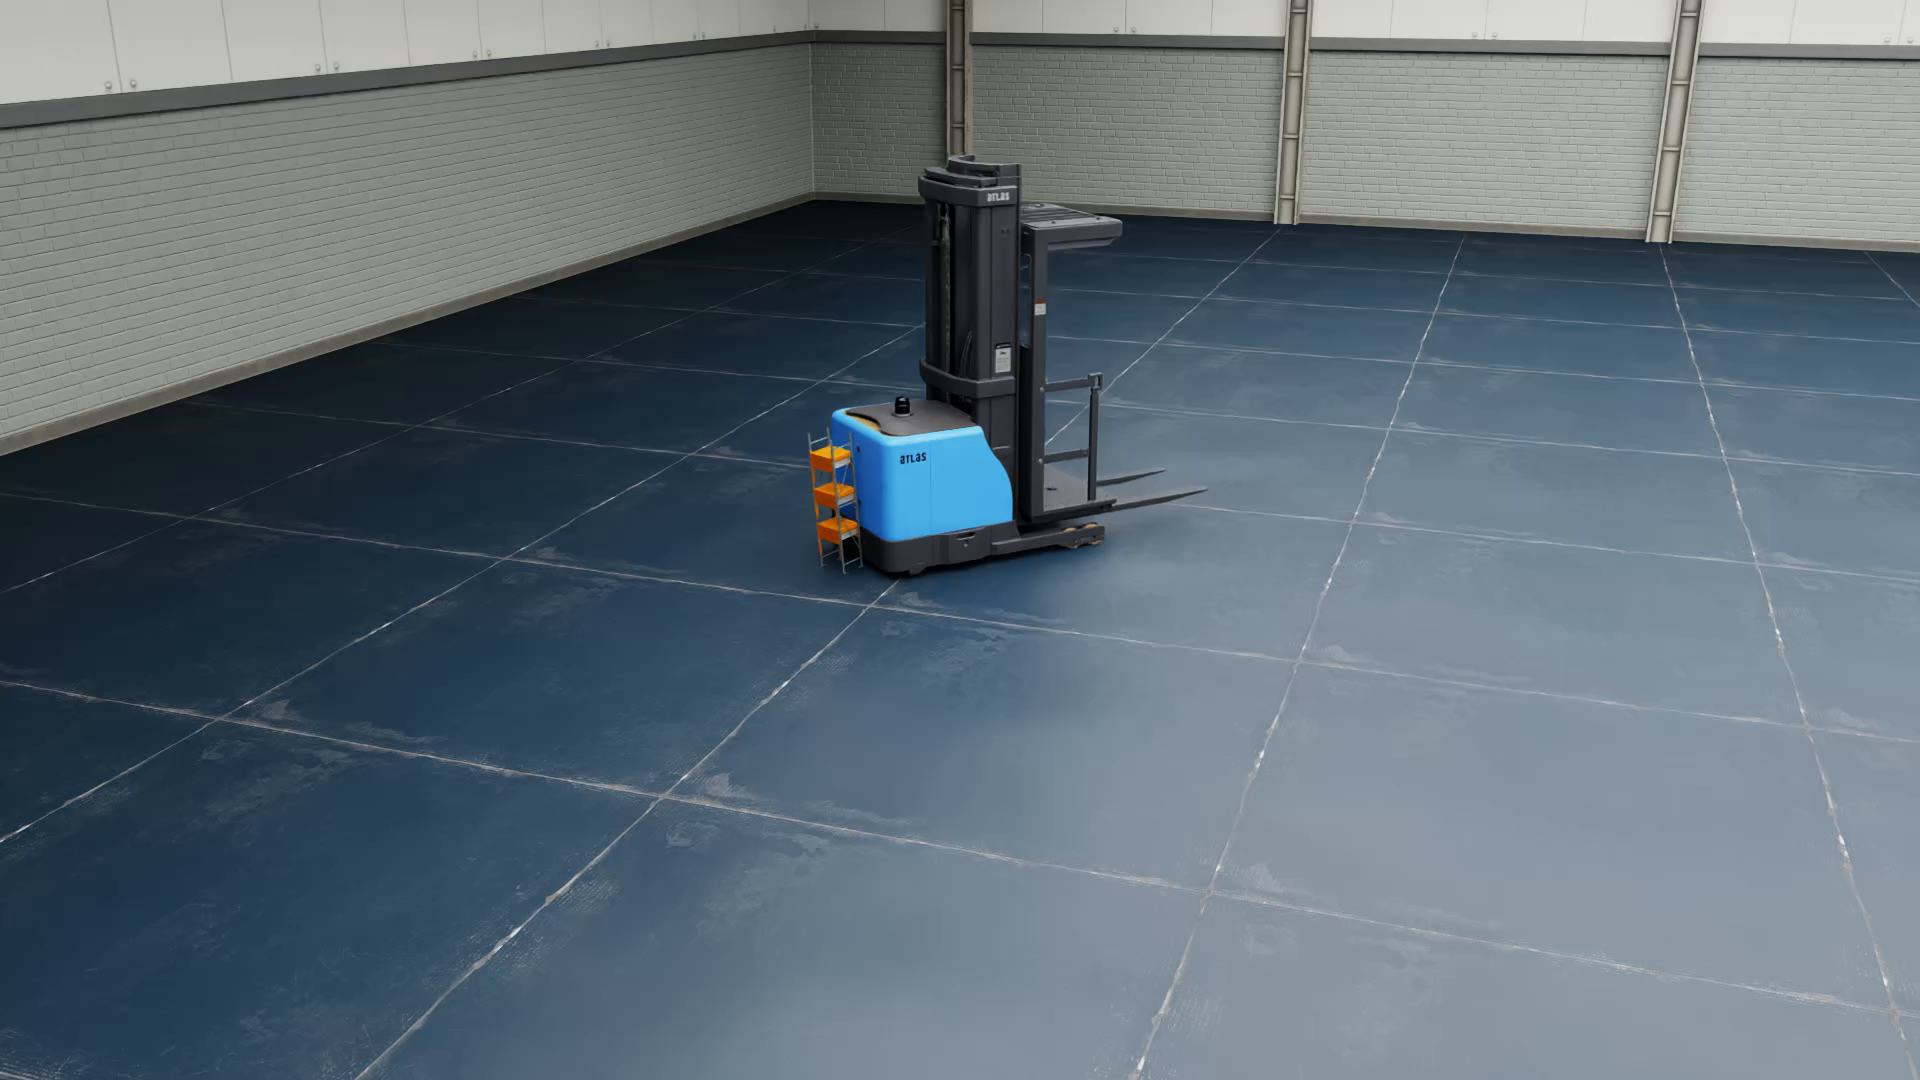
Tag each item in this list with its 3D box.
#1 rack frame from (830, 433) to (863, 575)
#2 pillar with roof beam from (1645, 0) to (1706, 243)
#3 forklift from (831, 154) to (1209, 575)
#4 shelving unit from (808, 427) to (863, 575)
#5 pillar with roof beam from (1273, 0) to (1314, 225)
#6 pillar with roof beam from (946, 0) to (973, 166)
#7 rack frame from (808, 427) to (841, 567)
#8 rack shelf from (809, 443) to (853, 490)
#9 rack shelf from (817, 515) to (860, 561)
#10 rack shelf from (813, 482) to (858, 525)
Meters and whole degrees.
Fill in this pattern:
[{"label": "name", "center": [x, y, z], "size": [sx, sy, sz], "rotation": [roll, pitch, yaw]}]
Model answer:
[{"label": "rack frame", "center": [-0.830, -0.259, 12.200], "size": [0.008, 1.050, 0.200], "rotation": [17, 31, 41]}, {"label": "pillar with roof beam", "center": [9.916, -7.759, 21.665], "size": [0.400, 9.000, 9.100], "rotation": [7, 20, 18]}, {"label": "forklift", "center": [0.552, -1.454, 12.795], "size": [3.031, 2.935, 1.130], "rotation": [-10, 22, -27]}, {"label": "shelving unit", "center": [-0.918, -0.287, 12.280], "size": [0.252, 1.050, 0.215], "rotation": [17, 31, 41]}, {"label": "pillar with roof beam", "center": [4.248, -8.407, 23.524], "size": [0.400, 9.000, 9.100], "rotation": [7, 20, 18]}, {"label": "pillar with roof beam", "center": [-1.420, -9.055, 25.383], "size": [0.400, 9.000, 9.100], "rotation": [7, 20, 18]}, {"label": "rack frame", "center": [-1.006, -0.315, 12.360], "size": [0.008, 1.050, 0.200], "rotation": [17, 31, 41]}, {"label": "rack shelf", "center": [-0.935, -0.539, 12.175], "size": [0.240, 0.259, 0.215], "rotation": [17, 31, 41]}, {"label": "rack shelf", "center": [-0.901, -0.022, 12.391], "size": [0.240, 0.259, 0.215], "rotation": [17, 31, 41]}, {"label": "rack shelf", "center": [-0.918, -0.277, 12.284], "size": [0.240, 0.259, 0.215], "rotation": [17, 31, 41]}]
